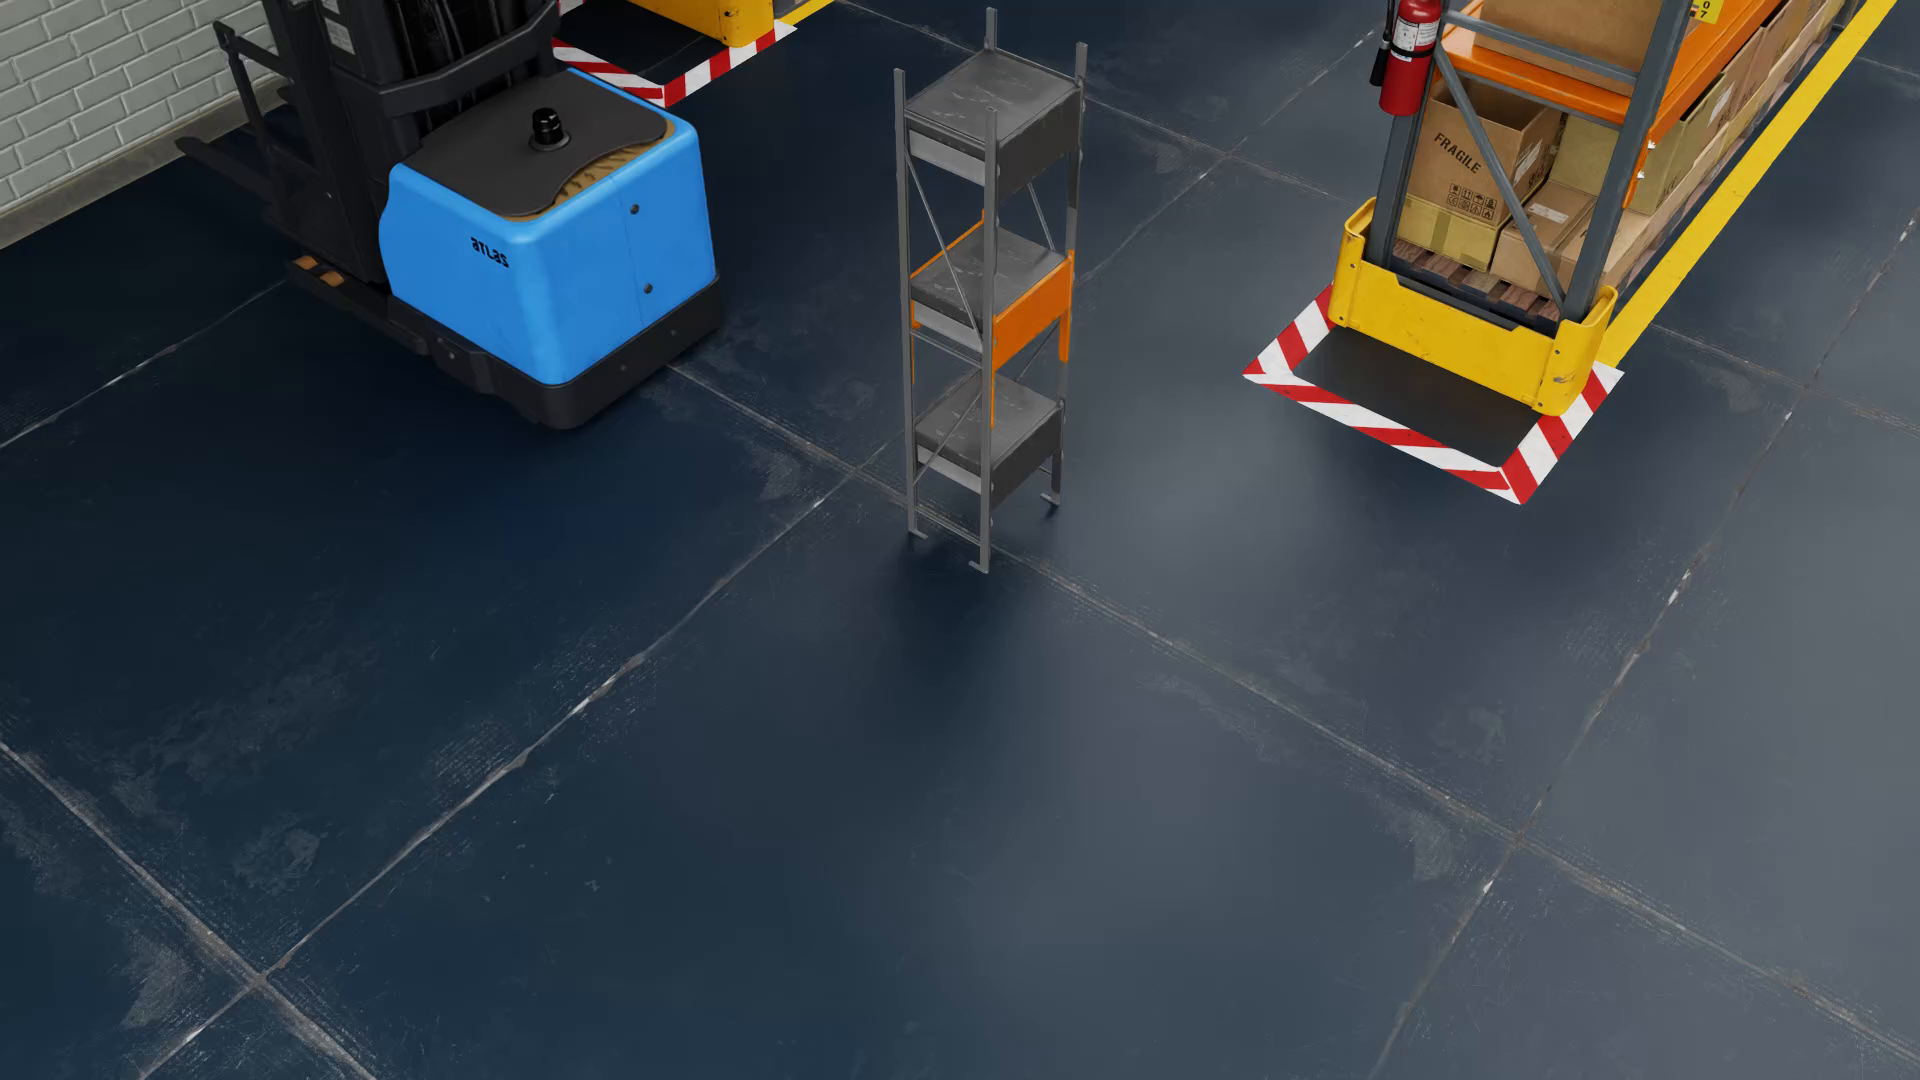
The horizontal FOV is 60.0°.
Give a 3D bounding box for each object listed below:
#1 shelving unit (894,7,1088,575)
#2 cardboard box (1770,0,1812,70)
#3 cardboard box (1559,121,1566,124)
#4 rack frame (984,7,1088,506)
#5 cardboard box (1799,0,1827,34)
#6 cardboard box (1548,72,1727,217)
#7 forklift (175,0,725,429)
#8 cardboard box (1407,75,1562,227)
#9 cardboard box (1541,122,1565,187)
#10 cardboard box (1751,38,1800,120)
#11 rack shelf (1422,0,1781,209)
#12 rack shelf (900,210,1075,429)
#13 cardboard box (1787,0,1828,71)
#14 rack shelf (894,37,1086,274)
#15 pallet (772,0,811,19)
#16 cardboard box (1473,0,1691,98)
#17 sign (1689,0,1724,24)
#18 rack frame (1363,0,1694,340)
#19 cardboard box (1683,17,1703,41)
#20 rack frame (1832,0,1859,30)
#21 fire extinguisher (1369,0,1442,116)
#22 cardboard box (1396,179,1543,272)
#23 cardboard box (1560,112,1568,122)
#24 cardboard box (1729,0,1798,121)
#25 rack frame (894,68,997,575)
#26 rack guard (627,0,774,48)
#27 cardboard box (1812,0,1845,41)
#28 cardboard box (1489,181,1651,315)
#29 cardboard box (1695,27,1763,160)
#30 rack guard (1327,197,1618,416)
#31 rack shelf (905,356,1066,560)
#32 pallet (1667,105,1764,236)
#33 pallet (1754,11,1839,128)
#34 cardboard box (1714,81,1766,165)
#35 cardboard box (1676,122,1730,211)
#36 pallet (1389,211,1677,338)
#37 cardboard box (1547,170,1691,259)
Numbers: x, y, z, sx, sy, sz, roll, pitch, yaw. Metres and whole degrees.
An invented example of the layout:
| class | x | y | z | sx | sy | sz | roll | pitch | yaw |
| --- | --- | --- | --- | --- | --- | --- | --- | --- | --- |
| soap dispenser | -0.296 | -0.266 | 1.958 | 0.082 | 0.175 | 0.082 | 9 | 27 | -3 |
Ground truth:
| class | x | y | z | sx | sy | sz | roll | pitch | yaw |
| --- | --- | --- | --- | --- | --- | --- | --- | --- | --- |
| shelving unit | 0.101 | -0.820 | 6.081 | 0.431 | 2.100 | 0.503 | 29 | 53 | 25 |
| cardboard box | 3.984 | -2.740 | 8.386 | 0.500 | 0.500 | 0.500 | 29 | 53 | 25 |
| cardboard box | 2.961 | -2.139 | 8.330 | 0.500 | 0.250 | 0.500 | 29 | 53 | 25 |
| rack frame | 0.250 | -0.960 | 6.215 | 0.400 | 2.100 | 0.015 | 29 | 53 | 25 |
| cardboard box | 4.287 | -3.028 | 8.661 | 0.500 | 0.500 | 0.500 | 29 | 53 | 25 |
| cardboard box | 3.075 | -1.877 | 7.562 | 0.500 | 0.500 | 0.500 | 29 | 53 | 25 |
| forklift | -2.551 | -2.376 | 6.993 | 3.031 | 2.935 | 1.130 | 30 | 53 | 25 |
| cardboard box | 2.359 | -1.820 | 7.507 | 0.500 | 0.500 | 0.500 | 29 | 53 | 25 |
| cardboard box | 2.657 | -1.852 | 8.056 | 0.500 | 0.250 | 0.500 | 29 | 53 | 25 |
| cardboard box | 3.994 | -2.475 | 8.651 | 0.500 | 0.250 | 0.500 | 29 | 53 | 25 |
| rack shelf | 3.489 | -2.824 | 7.870 | 1.077 | 0.370 | 4.000 | 29 | 53 | 25 |
| rack shelf | 0.101 | -0.811 | 6.091 | 0.431 | 0.518 | 0.480 | 29 | 53 | 25 |
| cardboard box | 4.288 | -2.768 | 8.931 | 0.500 | 0.250 | 0.500 | 29 | 53 | 25 |
| rack shelf | 0.101 | -1.294 | 5.585 | 0.431 | 0.518 | 0.480 | 29 | 53 | 25 |
| pallet | -1.085 | -3.645 | 10.086 | 1.003 | 0.211 | 1.213 | 29 | 53 | 25 |
| cardboard box | 2.562 | -2.224 | 6.731 | 0.700 | 0.500 | 0.500 | 29 | 53 | 25 |
| sign | 2.702 | -2.005 | 5.938 | 0.100 | 0.325 | 0.005 | 29 | 53 | 25 |
| rack frame | 2.266 | -1.928 | 6.517 | 1.000 | 3.000 | 0.127 | 29 | 53 | 25 |
| cardboard box | 2.879 | -2.526 | 7.020 | 0.700 | 0.500 | 0.500 | 31 | 53 | 26 |
| rack frame | 4.712 | -4.217 | 8.703 | 1.000 | 3.000 | 0.127 | 29 | 53 | 25 |
| fire extinguisher | 1.827 | -2.039 | 6.677 | 0.296 | 0.674 | 0.183 | 29 | 53 | 25 |
| cardboard box | 2.361 | -1.560 | 7.777 | 0.500 | 0.250 | 0.500 | 29 | 53 | 25 |
| cardboard box | 2.959 | -2.399 | 8.060 | 0.500 | 0.500 | 0.500 | 29 | 53 | 25 |
| cardboard box | 3.690 | -2.448 | 8.106 | 0.500 | 0.500 | 0.500 | 29 | 53 | 25 |
| rack frame | -0.048 | -0.680 | 5.948 | 0.400 | 2.100 | 0.015 | 29 | 53 | 25 |
| rack guard | -1.609 | -3.296 | 9.552 | 1.175 | 0.500 | 0.348 | 29 | 53 | 25 |
| cardboard box | 4.601 | -3.050 | 9.200 | 0.500 | 0.250 | 0.500 | 29 | 53 | 25 |
| cardboard box | 2.770 | -1.331 | 7.559 | 0.500 | 0.250 | 0.500 | 29 | 53 | 25 |
| cardboard box | 3.370 | -2.169 | 7.840 | 0.500 | 0.500 | 0.500 | 29 | 53 | 25 |
| rack guard | 2.252 | -1.051 | 7.408 | 1.175 | 0.500 | 0.348 | 29 | 53 | 25 |
| rack shelf | 0.101 | -0.327 | 6.597 | 0.431 | 0.518 | 0.480 | 29 | 53 | 25 |
| pallet | 3.447 | -2.116 | 8.625 | 1.003 | 0.211 | 1.213 | 29 | 53 | 25 |
| pallet | 4.193 | -2.817 | 9.295 | 1.003 | 0.211 | 1.213 | 29 | 53 | 25 |
| cardboard box | 3.689 | -2.189 | 8.378 | 0.500 | 0.250 | 0.500 | 29 | 53 | 25 |
| cardboard box | 3.379 | -1.905 | 8.107 | 0.500 | 0.250 | 0.500 | 29 | 53 | 25 |
| pallet | 2.701 | -1.421 | 7.961 | 1.003 | 0.211 | 1.213 | 29 | 53 | 25 |
| cardboard box | 3.073 | -1.619 | 7.833 | 0.500 | 0.250 | 0.500 | 29 | 53 | 25 |
